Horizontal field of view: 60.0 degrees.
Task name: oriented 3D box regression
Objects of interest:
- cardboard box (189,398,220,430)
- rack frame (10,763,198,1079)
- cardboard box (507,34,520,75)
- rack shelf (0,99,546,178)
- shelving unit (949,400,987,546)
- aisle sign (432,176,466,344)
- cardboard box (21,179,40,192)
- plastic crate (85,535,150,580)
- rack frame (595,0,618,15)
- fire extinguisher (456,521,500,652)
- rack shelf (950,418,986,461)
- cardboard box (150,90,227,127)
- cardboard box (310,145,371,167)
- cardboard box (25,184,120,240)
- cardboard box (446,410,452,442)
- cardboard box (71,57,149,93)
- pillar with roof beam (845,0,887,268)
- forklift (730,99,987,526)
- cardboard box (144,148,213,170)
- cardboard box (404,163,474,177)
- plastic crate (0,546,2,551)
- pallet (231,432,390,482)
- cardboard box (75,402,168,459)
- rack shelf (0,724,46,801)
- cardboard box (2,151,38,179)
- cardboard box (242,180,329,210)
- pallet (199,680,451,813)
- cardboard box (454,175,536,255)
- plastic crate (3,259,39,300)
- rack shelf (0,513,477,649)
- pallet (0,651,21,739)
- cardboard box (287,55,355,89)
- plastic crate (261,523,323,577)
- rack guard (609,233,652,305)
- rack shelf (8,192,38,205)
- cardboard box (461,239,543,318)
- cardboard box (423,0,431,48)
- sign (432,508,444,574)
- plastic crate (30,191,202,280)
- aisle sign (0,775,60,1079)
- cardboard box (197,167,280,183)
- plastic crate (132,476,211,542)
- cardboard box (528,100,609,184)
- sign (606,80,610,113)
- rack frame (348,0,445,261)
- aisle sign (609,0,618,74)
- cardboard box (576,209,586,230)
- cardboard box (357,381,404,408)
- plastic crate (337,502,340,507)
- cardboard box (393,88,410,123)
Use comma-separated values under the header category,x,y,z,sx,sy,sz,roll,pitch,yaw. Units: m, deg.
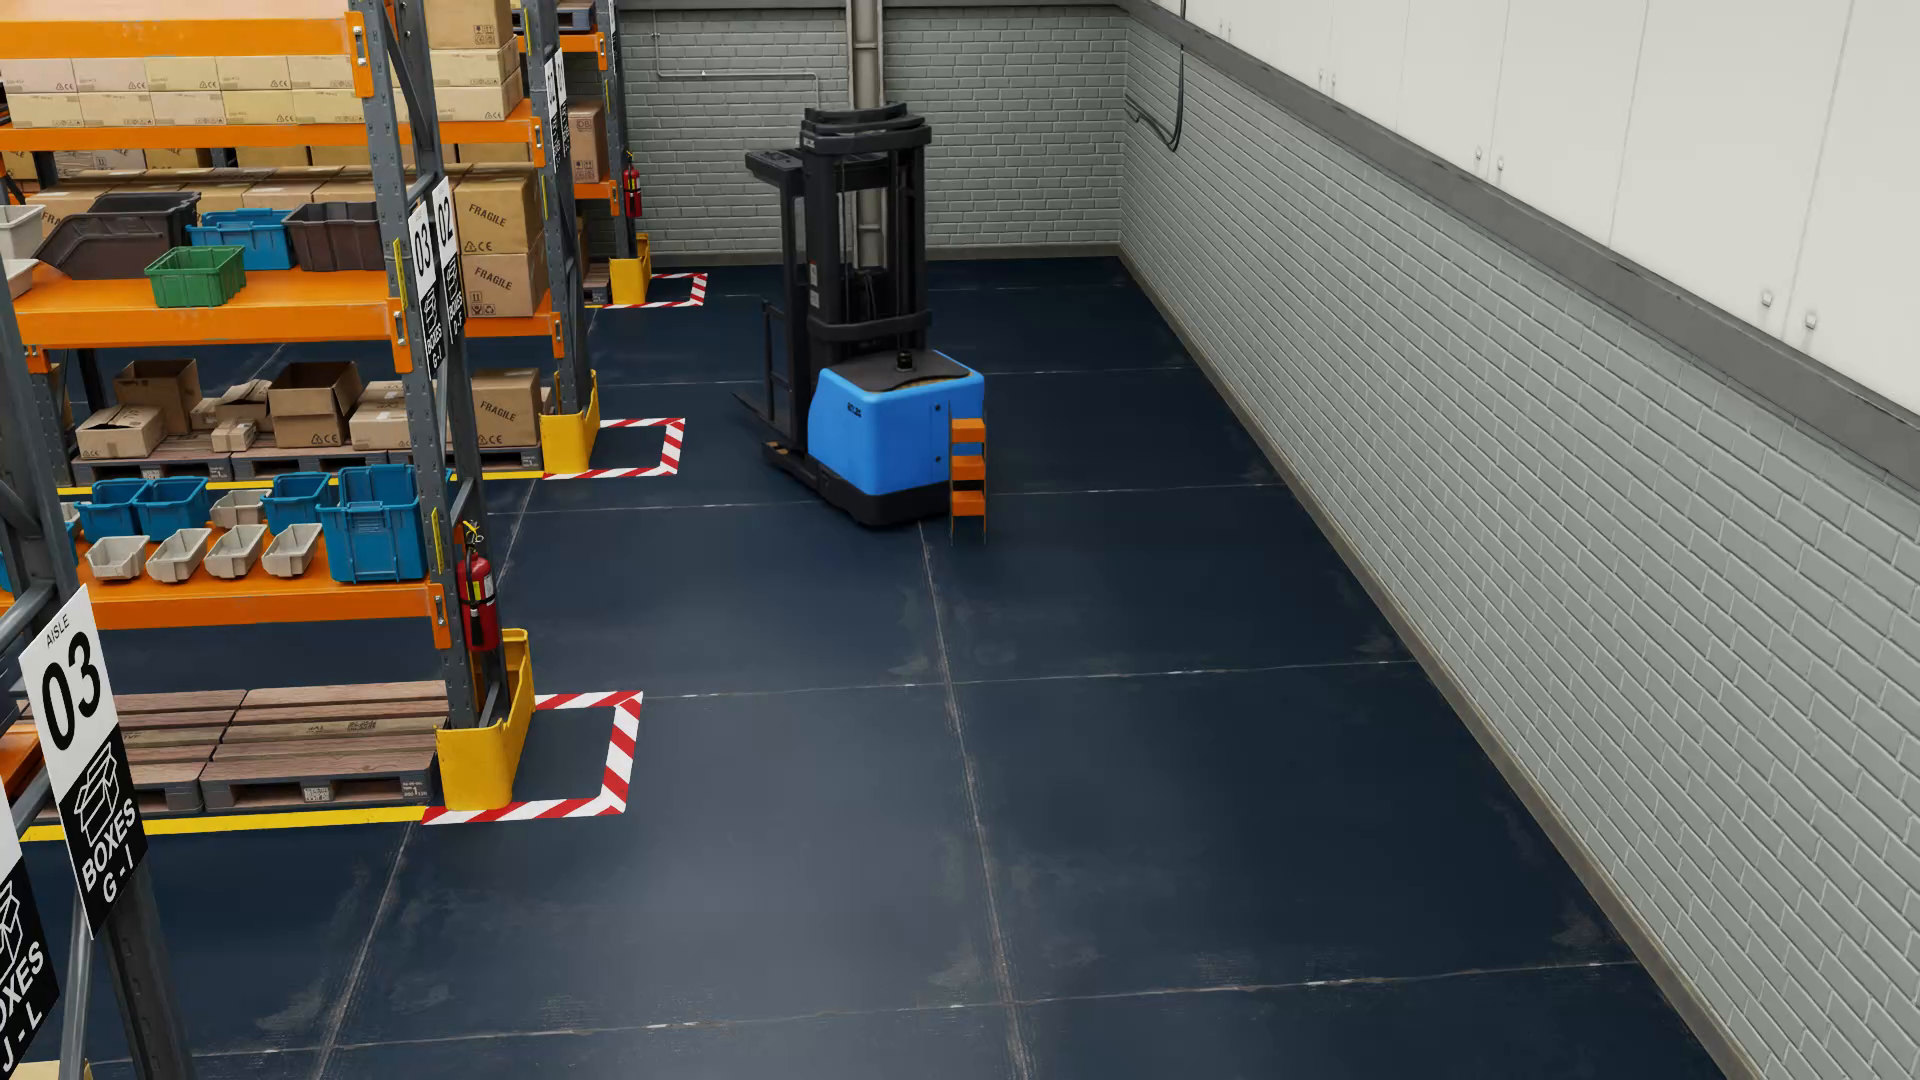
category,x,y,z,sx,sy,sz,roll,pitch,yaw
cardboard box,-6.247,-1.060,13.909,0.250,0.149,0.380,-2,24,-5
rack frame,-2.203,1.860,4.373,0.127,3.000,1.000,-2,24,-5
cardboard box,-3.710,-3.760,12.892,0.500,0.250,0.500,-2,24,-5
rack shelf,-5.163,-3.107,12.739,4.000,0.370,1.077,-2,24,-5
shelving unit,0.053,-0.482,12.042,0.252,1.050,0.215,-2,24,-5
aisle sign,-2.647,-1.453,8.625,0.004,0.787,0.394,-2,24,-5
cardboard box,-9.487,-3.714,17.198,0.250,0.149,0.380,-2,24,-3
plastic crate,-4.341,0.103,8.577,0.250,0.136,0.298,-2,24,-5
rack frame,-3.663,-6.888,16.667,0.127,3.000,1.000,-2,24,-5
fire extinguisher,-2.495,0.241,8.568,0.183,0.674,0.296,-2,24,-5
rack shelf,0.053,-0.732,11.931,0.240,0.259,0.215,-2,24,-5
cardboard box,-5.649,-3.244,12.347,0.500,0.250,0.500,-2,24,-5
cardboard box,-6.376,-4.166,17.560,0.700,0.700,0.980,-3,24,-6
cardboard box,-6.657,-2.392,12.585,0.500,0.500,0.500,-2,24,-4
cardboard box,-4.102,-0.950,13.640,0.250,0.166,0.380,-2,24,-5
cardboard box,-6.148,-3.455,12.206,0.500,0.250,0.500,-2,24,-5
pillar with roof beam,-0.638,-5.605,13.782,0.400,9.000,9.100,-2,24,-5
forklift,-0.976,-2.000,13.141,1.130,2.935,3.031,-13,27,-28
cardboard box,-8.079,-4.057,17.171,0.500,0.500,0.500,-3,24,-6
cardboard box,-4.160,-2.712,13.304,0.500,0.500,0.500,-2,24,-5
plastic crate,-5.133,0.058,8.499,0.530,0.282,0.437,-2,24,-5
pallet,-5.253,-0.787,13.762,1.213,0.211,1.003,-2,24,-5
cardboard box,-6.714,-0.886,13.320,0.500,0.311,0.500,-2,24,-5
rack shelf,-4.193,0.898,3.730,4.000,0.370,1.077,-2,24,-5
cardboard box,-9.583,-3.994,17.029,0.500,0.500,0.500,-2,24,-4
cardboard box,-5.118,-2.454,12.725,0.500,0.500,0.500,-2,24,-4
pallet,-3.514,1.149,9.404,1.213,0.211,1.003,-2,24,-5
cardboard box,-3.589,-2.518,12.868,0.500,0.500,0.500,-3,24,-6
plastic crate,-4.722,-1.210,7.910,0.530,0.136,0.437,-2,24,-5
rack shelf,-4.680,0.266,8.843,4.000,0.370,1.077,-2,24,-5
pallet,-2.940,0.564,3.705,1.213,0.211,1.003,-2,24,-5
cardboard box,-4.654,-3.513,12.336,0.500,0.250,0.500,-2,24,-5
plastic crate,-3.483,0.057,8.680,0.243,0.136,0.396,-2,24,-5
rack guard,-3.639,-3.005,18.396,0.348,0.500,1.175,-2,24,-5
rack shelf,-9.634,-3.578,17.493,4.000,0.370,1.077,-2,24,-5
cardboard box,-3.592,-2.062,13.073,0.500,0.500,0.500,-2,24,-4
cardboard box,-4.188,-4.005,12.520,0.500,0.500,0.700,-2,24,-5
sign,-2.619,0.005,8.345,0.005,0.325,0.100,-2,24,-5
plastic crate,-4.237,-1.535,8.393,0.767,0.338,0.504,-2,24,-5
aisle sign,-2.102,0.790,3.578,0.004,0.787,0.394,-2,24,-5
cardboard box,-5.665,-2.654,13.173,0.500,0.500,0.500,-2,24,-5
plastic crate,-4.278,-0.164,9.057,0.300,0.233,0.416,-2,24,-5
cardboard box,-4.170,-4.259,17.770,0.700,0.700,0.980,-1,24,-3
sign,-3.624,-4.564,17.108,0.005,0.325,0.100,-2,24,-5
rack frame,-2.690,-2.883,7.658,0.127,3.000,1.000,-2,24,-5
aisle sign,-3.562,-5.216,17.091,0.004,0.787,0.394,-2,24,-5
cardboard box,-4.245,-3.510,18.216,0.250,0.149,0.380,-2,24,-5
cardboard box,-4.737,-1.142,13.970,0.500,0.250,0.500,-2,24,-5
plastic crate,-3.295,-0.193,9.242,0.298,0.136,0.250,-2,24,-5
cardboard box,-4.157,-3.304,12.482,0.500,0.250,0.500,-2,24,-5
